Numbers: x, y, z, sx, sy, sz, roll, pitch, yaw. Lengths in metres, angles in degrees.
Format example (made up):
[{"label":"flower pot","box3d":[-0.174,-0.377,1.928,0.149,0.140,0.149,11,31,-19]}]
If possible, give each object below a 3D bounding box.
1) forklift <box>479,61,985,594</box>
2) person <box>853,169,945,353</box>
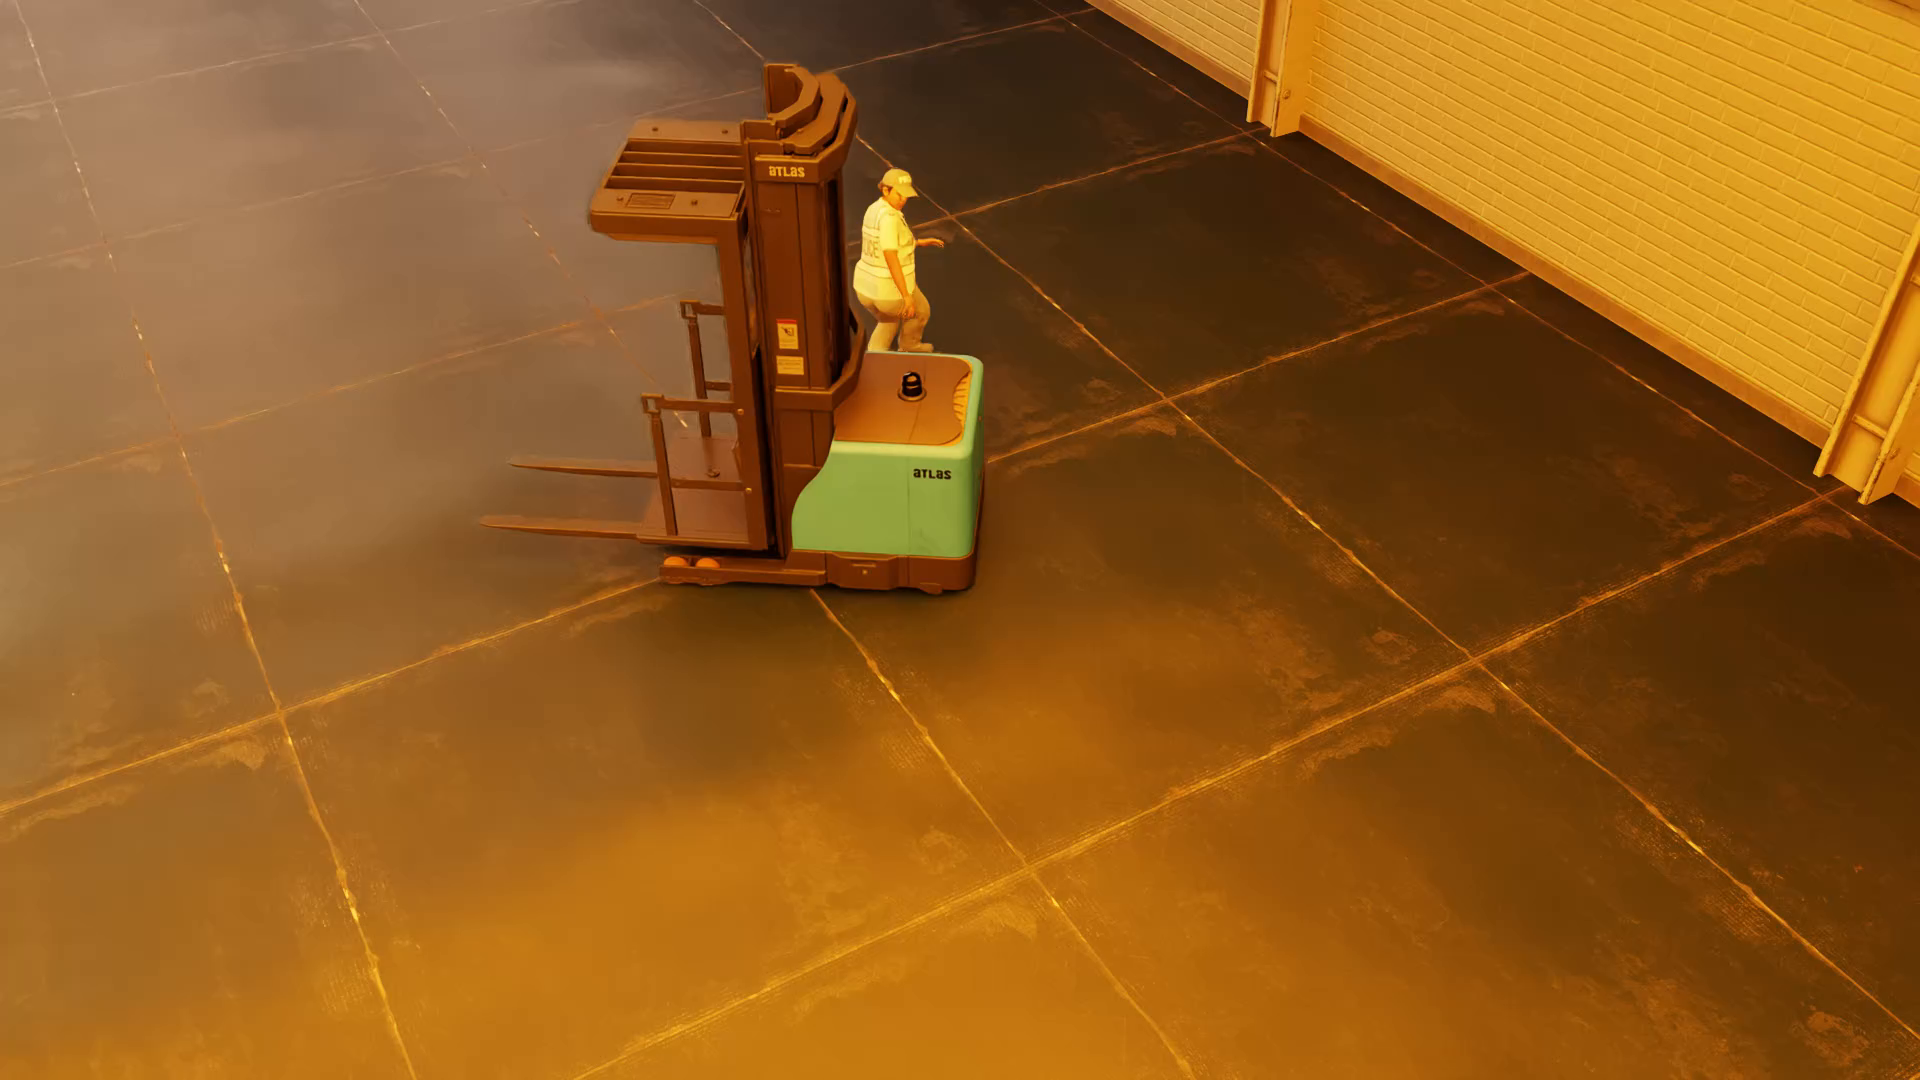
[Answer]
[{"label":"forklift","box3d":[-1.389,-1.186,9.466,3.031,2.935,1.130,3,40,4]},{"label":"person","box3d":[-0.355,-1.759,11.278,0.772,1.537,0.726,-30,48,-31]}]
